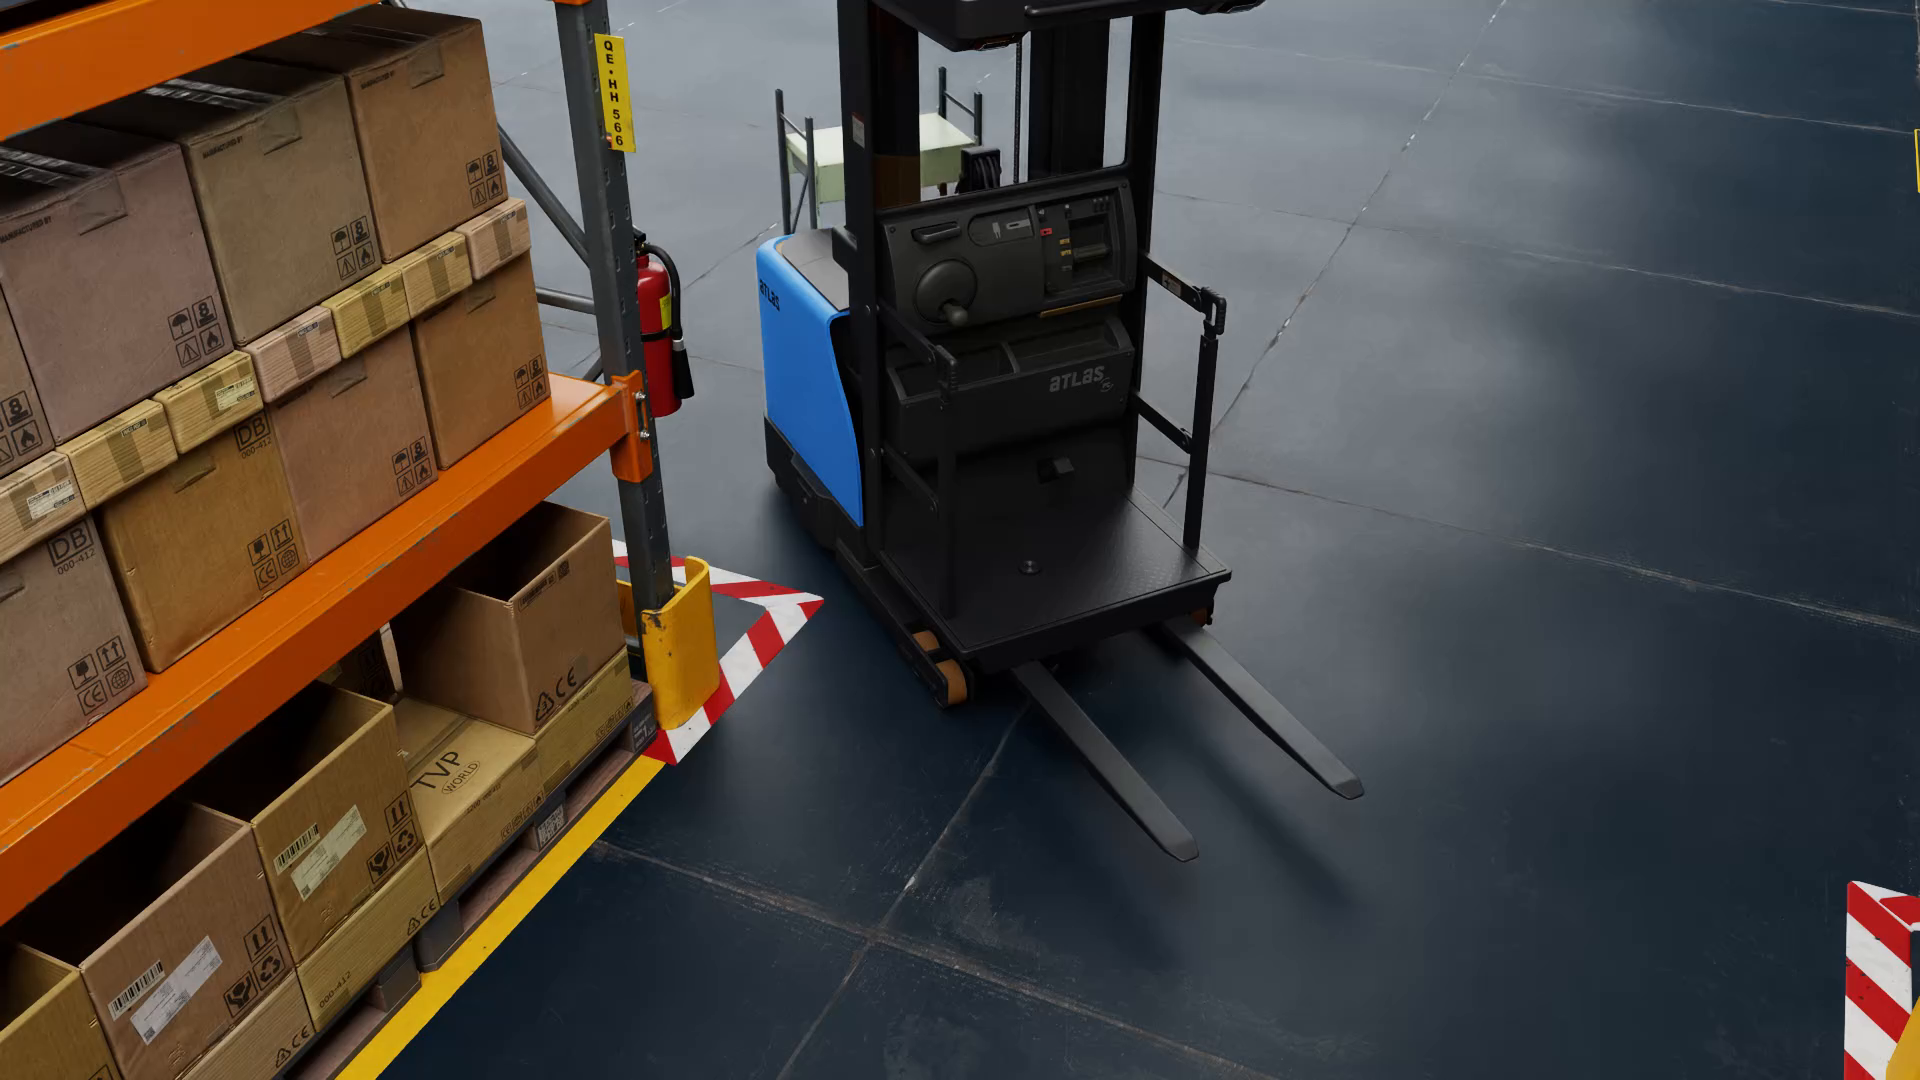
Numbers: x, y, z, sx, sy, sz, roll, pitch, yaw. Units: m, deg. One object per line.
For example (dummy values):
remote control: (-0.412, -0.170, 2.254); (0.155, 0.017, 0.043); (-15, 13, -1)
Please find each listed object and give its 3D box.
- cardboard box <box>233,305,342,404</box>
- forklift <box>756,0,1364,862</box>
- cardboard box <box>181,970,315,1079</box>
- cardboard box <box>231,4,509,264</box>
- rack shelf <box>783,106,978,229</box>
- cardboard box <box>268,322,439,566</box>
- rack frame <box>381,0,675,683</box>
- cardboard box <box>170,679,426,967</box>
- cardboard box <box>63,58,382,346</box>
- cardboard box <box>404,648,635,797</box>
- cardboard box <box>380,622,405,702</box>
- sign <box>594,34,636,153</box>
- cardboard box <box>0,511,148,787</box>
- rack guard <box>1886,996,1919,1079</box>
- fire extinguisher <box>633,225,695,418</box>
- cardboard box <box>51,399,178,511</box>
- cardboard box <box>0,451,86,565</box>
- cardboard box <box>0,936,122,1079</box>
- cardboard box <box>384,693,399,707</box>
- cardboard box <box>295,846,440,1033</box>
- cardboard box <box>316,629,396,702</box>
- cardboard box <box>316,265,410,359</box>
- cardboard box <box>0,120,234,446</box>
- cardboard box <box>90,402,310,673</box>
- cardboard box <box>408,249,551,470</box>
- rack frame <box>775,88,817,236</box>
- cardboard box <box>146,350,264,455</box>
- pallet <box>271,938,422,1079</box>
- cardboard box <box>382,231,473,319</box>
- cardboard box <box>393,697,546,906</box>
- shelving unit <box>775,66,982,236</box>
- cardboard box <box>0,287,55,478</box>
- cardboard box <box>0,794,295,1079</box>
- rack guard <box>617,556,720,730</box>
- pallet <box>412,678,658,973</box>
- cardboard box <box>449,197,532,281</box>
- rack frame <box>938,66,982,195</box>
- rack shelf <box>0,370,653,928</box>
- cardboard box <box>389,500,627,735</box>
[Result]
cardboard box: (-1.760, -0.489, 4.077); (0.380, 0.149, 0.250); (15, 36, 21)
forklift: (0.281, -0.916, 5.474); (1.130, 2.935, 3.031); (-15, 36, -22)
cardboard box: (-2.024, 1.266, 4.208); (0.500, 0.250, 0.500); (14, 36, 20)
cardboard box: (-1.680, -1.121, 4.450); (0.700, 0.500, 0.500); (14, 36, 21)
rack shelf: (-0.337, -1.542, 7.023); (0.720, 0.370, 0.431); (-14, 36, -20)
cardboard box: (-1.873, -0.342, 4.445); (0.700, 0.500, 0.500); (15, 36, 22)
rack frame: (-1.451, -0.793, 5.223); (1.000, 3.000, 0.127); (14, 36, 20)
cardboard box: (-1.810, 0.705, 4.380); (0.500, 0.500, 0.500); (14, 36, 20)
cardboard box: (-1.895, -0.858, 4.048); (0.700, 0.500, 0.500); (13, 36, 19)
cardboard box: (-1.407, 0.517, 5.351); (0.500, 0.250, 0.500); (14, 36, 20)
cardboard box: (-1.877, 0.398, 5.532); (0.500, 0.250, 0.500); (14, 36, 20)
sign: (-0.964, -1.244, 4.640); (0.100, 0.325, 0.005); (14, 36, 20)
cardboard box: (-2.303, 0.167, 3.669); (0.700, 0.500, 0.500); (15, 36, 22)
rack guard: (3.018, 1.425, 4.121); (1.175, 0.500, 0.348); (14, 36, 20)
fire extinguisher: (-0.980, -0.712, 5.172); (0.296, 0.674, 0.183); (14, 36, 20)
cardboard box: (-1.978, -0.226, 3.677); (0.380, 0.149, 0.250); (15, 36, 22)
cardboard box: (-2.085, -0.099, 3.482); (0.380, 0.149, 0.250); (14, 36, 20)
cardboard box: (-2.228, 1.203, 3.620); (0.500, 0.500, 0.500); (14, 36, 20)
cardboard box: (-2.083, 0.648, 5.151); (0.500, 0.250, 0.500); (14, 36, 20)
cardboard box: (-1.813, 1.018, 4.587); (0.500, 0.250, 0.500); (14, 36, 20)
cardboard box: (-2.085, 0.334, 4.946); (0.500, 0.500, 0.500); (14, 36, 20)
cardboard box: (-1.653, -0.614, 4.267); (0.380, 0.149, 0.250); (14, 36, 20)
cardboard box: (-2.105, -0.607, 3.665); (0.700, 0.500, 0.500); (14, 36, 21)
cardboard box: (-2.086, -0.096, 4.070); (0.700, 0.500, 0.500); (14, 36, 21)
cardboard box: (-1.658, -0.605, 4.846); (0.700, 0.500, 0.500); (14, 36, 20)
rack frame: (-0.671, -1.134, 7.111); (0.023, 1.500, 0.400); (-14, 36, -20)
cardboard box: (-1.870, -0.358, 3.878); (0.380, 0.149, 0.250); (15, 36, 22)
pallet: (-2.245, 1.369, 4.469); (1.003, 0.211, 1.213); (14, 36, 20)
cardboard box: (-1.546, -0.741, 4.462); (0.380, 0.149, 0.250); (15, 36, 22)
cardboard box: (-1.605, 0.768, 4.967); (0.500, 0.250, 0.500); (14, 36, 20)
shelving unit: (-0.337, -1.216, 7.237); (0.755, 1.500, 0.431); (-14, 36, -20)
cardboard box: (-2.315, -0.357, 3.285); (0.700, 0.500, 0.500); (14, 36, 21)
cardboard box: (-2.020, 0.954, 4.001); (0.500, 0.500, 0.500); (14, 36, 20)
rack guard: (-1.441, 0.241, 5.927); (1.175, 0.500, 0.348); (14, 36, 20)
pallet: (-1.733, 0.764, 5.392); (1.003, 0.211, 1.213); (14, 36, 20)
cardboard box: (-1.438, -0.872, 4.661); (0.380, 0.149, 0.250); (14, 36, 20)
rack frame: (-0.003, -1.298, 7.362); (0.023, 1.500, 0.400); (-14, 36, -20)
rack shelf: (-2.288, 0.504, 3.901); (1.077, 0.370, 4.000); (14, 36, 20)
cardboard box: (-1.405, 0.203, 5.145); (0.500, 0.500, 0.500); (14, 36, 20)
